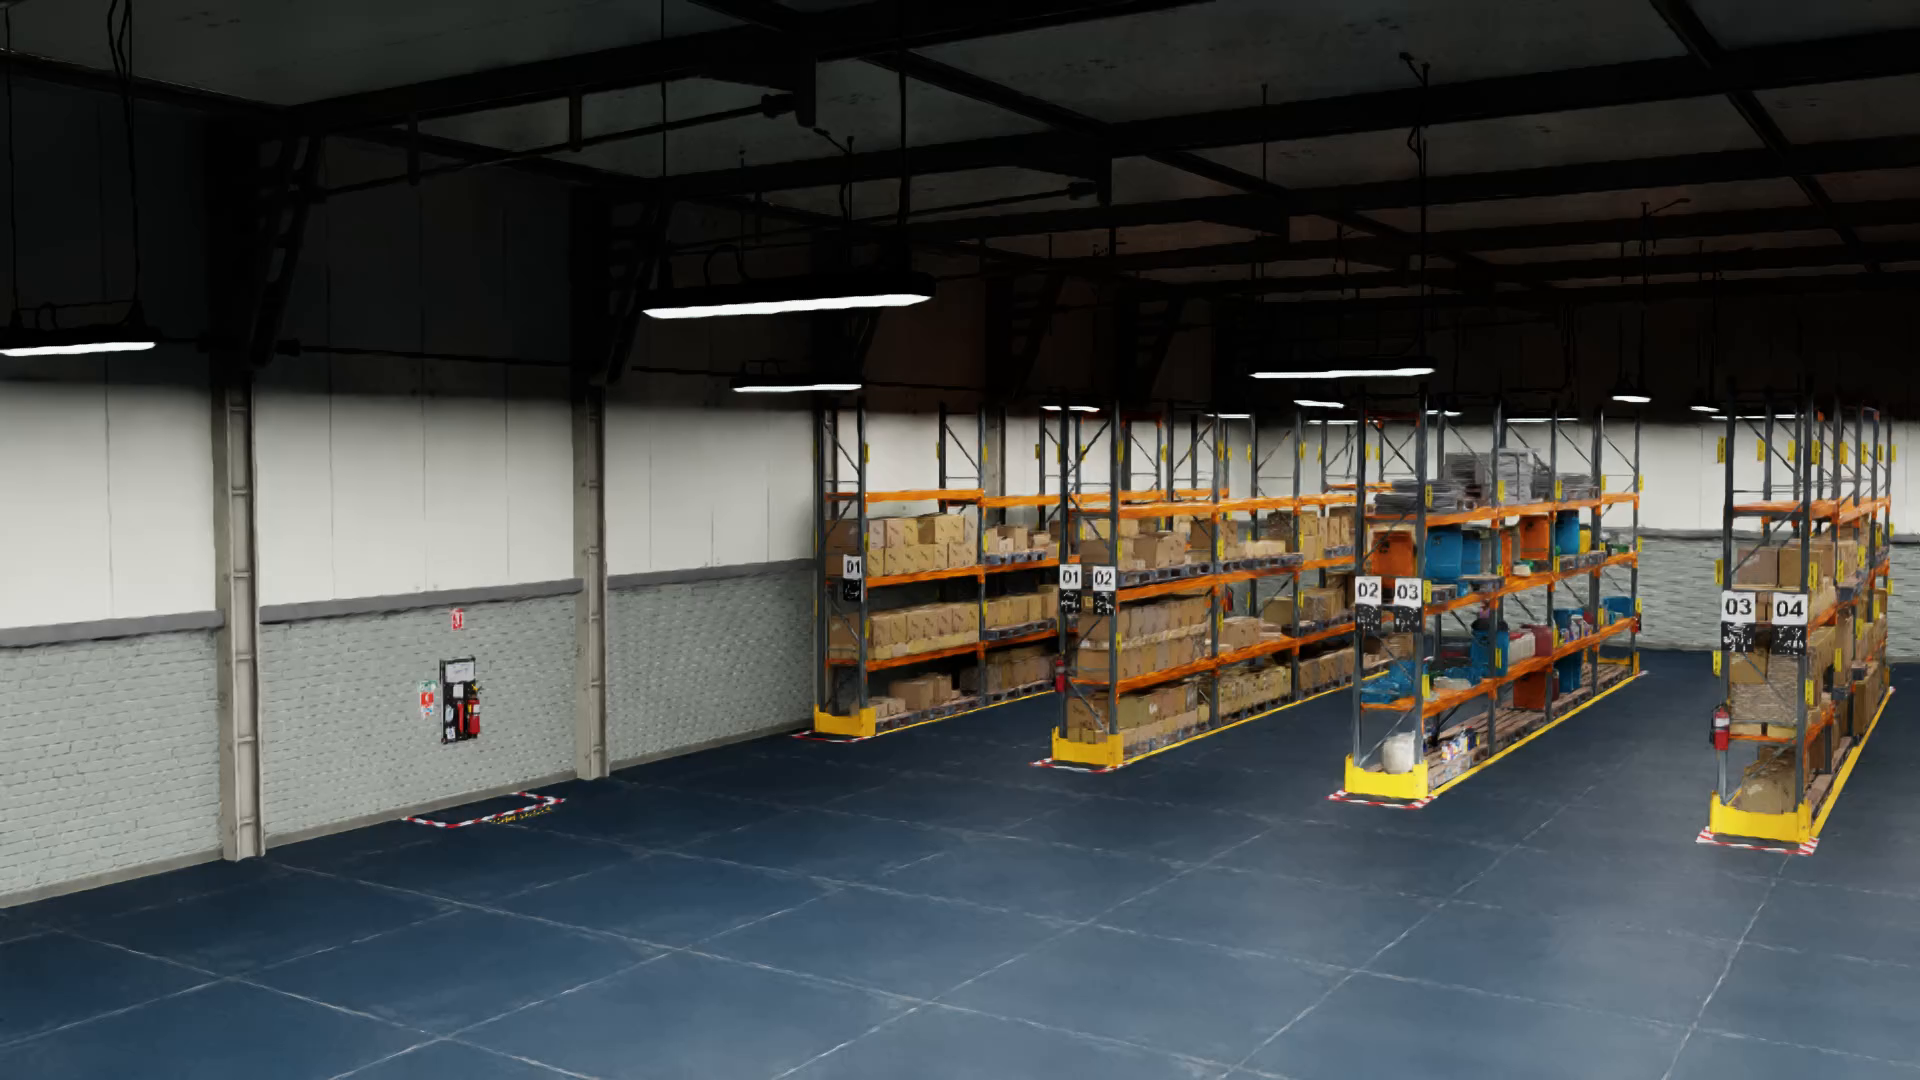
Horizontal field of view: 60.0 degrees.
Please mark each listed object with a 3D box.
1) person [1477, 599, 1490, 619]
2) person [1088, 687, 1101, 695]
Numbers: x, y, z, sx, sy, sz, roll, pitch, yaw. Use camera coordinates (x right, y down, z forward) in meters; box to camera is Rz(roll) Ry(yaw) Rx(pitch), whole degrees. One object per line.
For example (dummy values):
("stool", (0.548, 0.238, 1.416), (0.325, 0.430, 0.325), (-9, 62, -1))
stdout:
("person", (12.492, 2.153, 39.576), (0.414, 1.517, 1.037), (2, 4, 35))
("person", (2.650, 2.561, 30.925), (0.446, 1.605, 1.017), (3, 4, 43))
